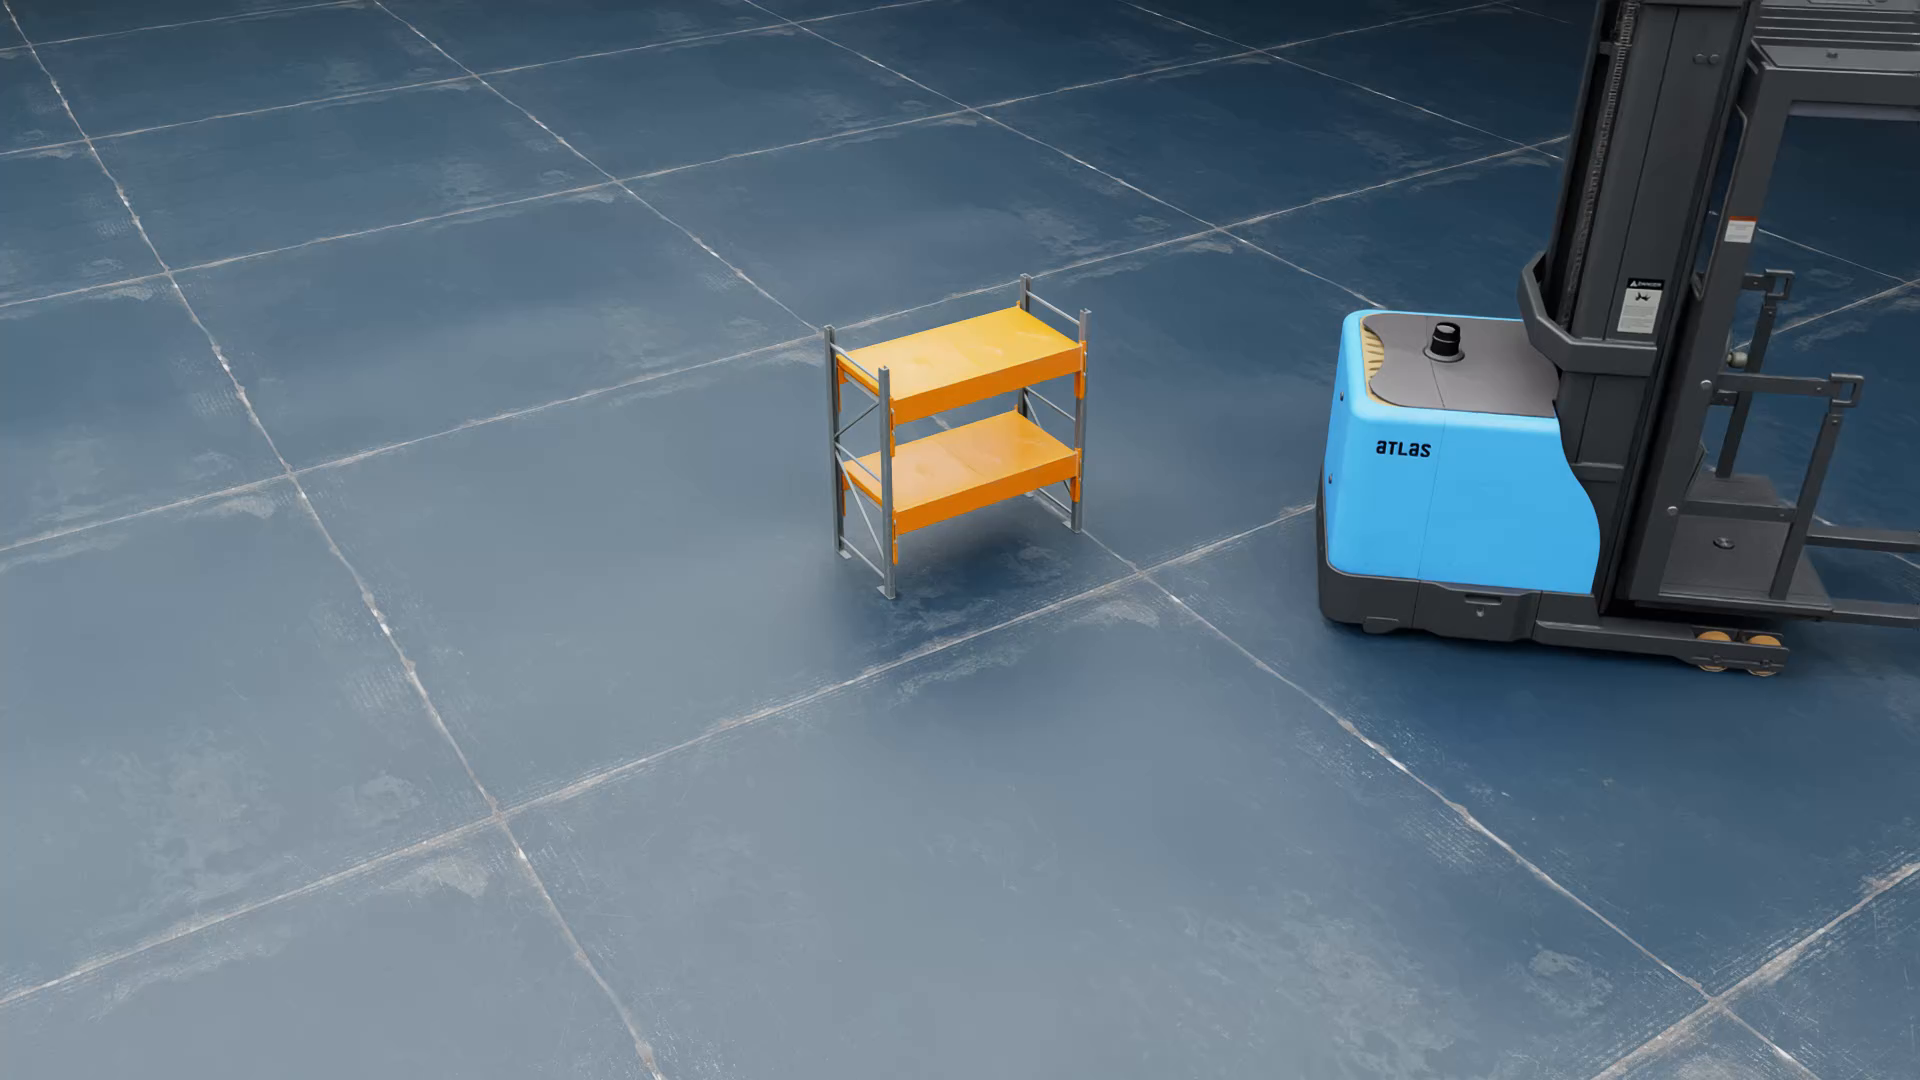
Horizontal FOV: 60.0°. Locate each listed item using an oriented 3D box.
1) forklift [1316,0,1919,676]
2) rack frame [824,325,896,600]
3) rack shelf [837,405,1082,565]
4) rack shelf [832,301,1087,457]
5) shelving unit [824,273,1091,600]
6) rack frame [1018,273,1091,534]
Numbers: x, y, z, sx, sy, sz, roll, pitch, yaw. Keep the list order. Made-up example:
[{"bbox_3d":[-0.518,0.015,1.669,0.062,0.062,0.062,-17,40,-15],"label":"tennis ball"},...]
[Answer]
[{"bbox_3d":[3.111,-0.984,6.563,3.031,2.935,1.130,5,33,8],"label":"forklift"},{"bbox_3d":[-0.433,-0.327,7.214,0.032,1.125,0.500,-19,37,-27],"label":"rack frame"},{"bbox_3d":[-0.006,-0.267,7.577,1.000,0.278,0.538,-19,37,-27],"label":"rack shelf"},{"bbox_3d":[-0.006,-0.721,7.291,1.000,0.278,0.538,-19,37,-27],"label":"rack shelf"},{"bbox_3d":[-0.006,-0.474,7.447,1.048,1.125,0.538,-19,37,-27],"label":"shelving unit"},{"bbox_3d":[0.422,-0.621,7.680,0.032,1.125,0.500,-19,37,-27],"label":"rack frame"}]
